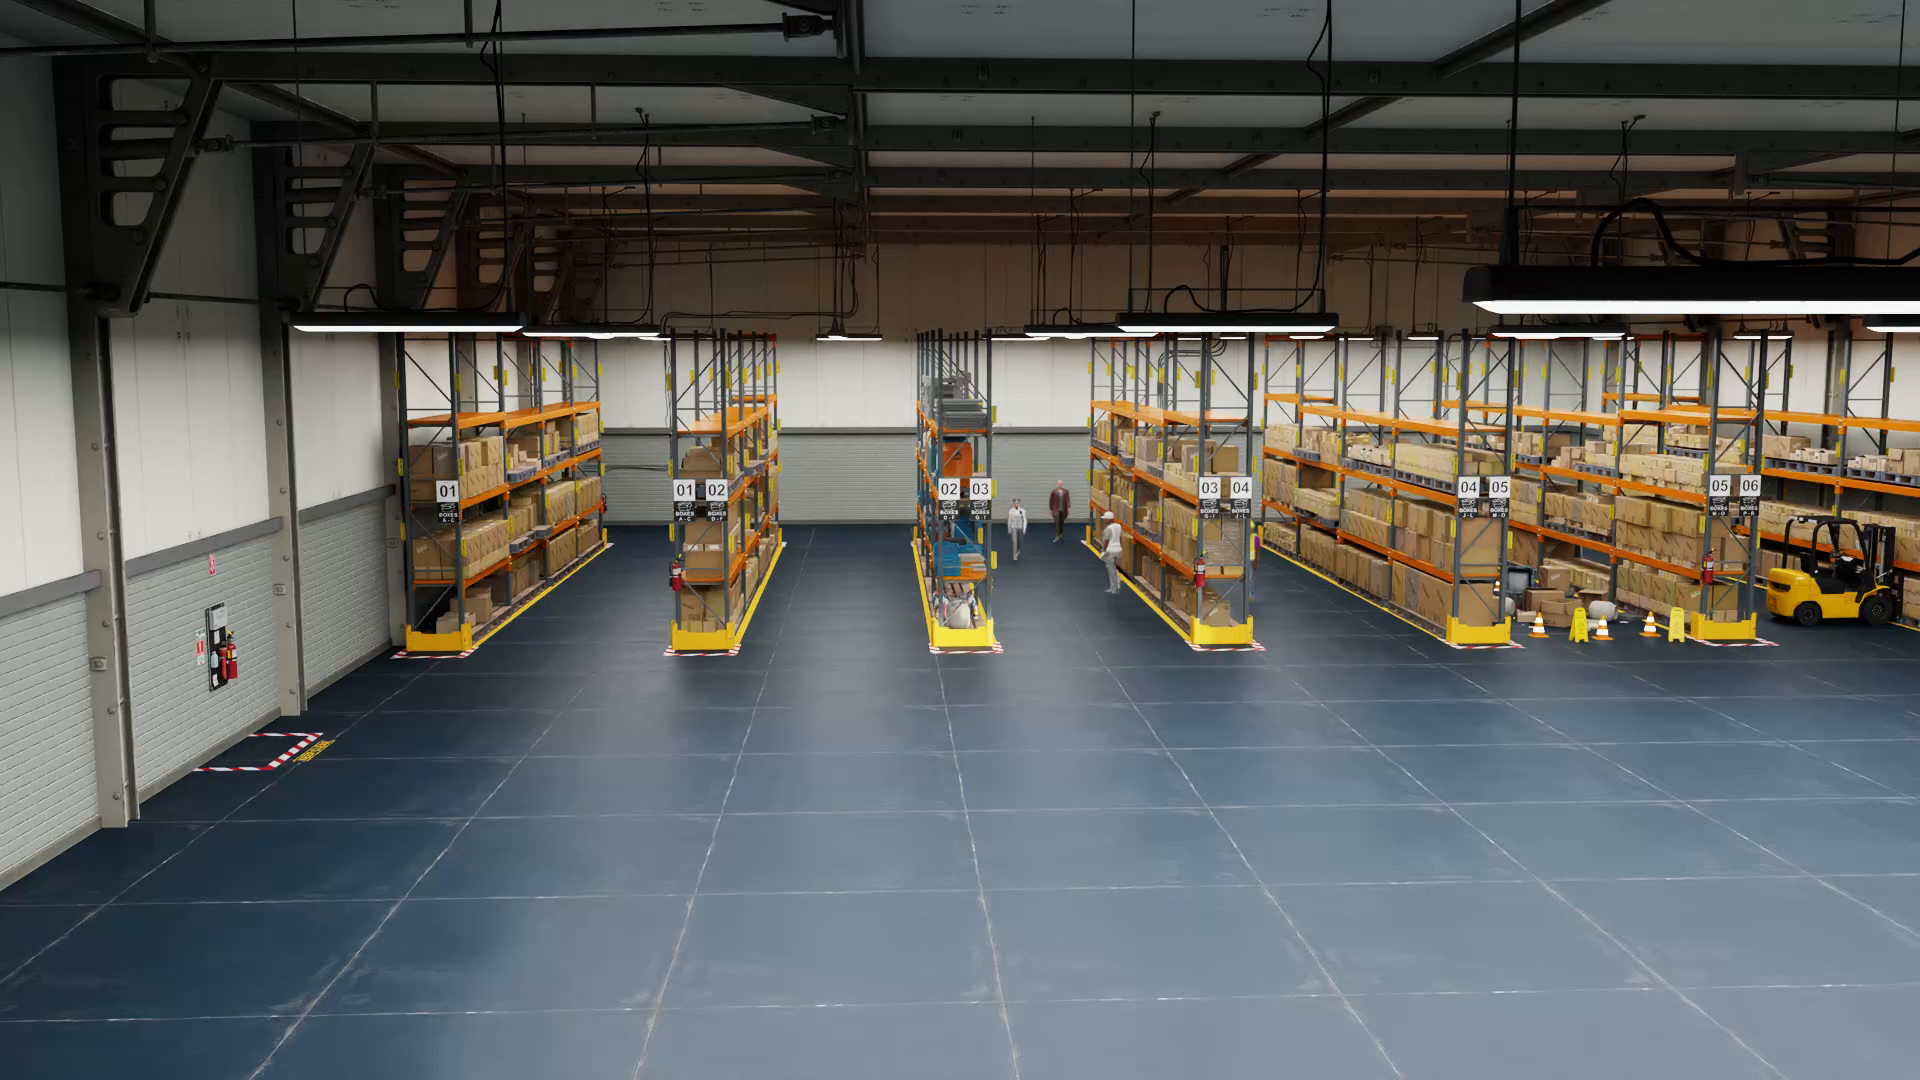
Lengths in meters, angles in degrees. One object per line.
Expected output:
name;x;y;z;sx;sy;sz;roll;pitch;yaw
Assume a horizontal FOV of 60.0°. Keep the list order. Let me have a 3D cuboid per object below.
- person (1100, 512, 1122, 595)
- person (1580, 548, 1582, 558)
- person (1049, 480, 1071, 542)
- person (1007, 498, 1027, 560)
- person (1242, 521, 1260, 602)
person;3.297;0.309;36.182;0.575;1.865;0.384;-6;9;-40
person;16.009;-0.199;43.257;0.433;1.683;0.499;2;7;20
person;2.921;-0.872;48.445;0.598;1.752;0.979;-1;7;-9
person;1.525;-0.305;44.275;0.489;1.625;0.956;-1;7;-9
person;6.436;0.477;37.163;0.548;1.783;0.576;-6;9;-41
